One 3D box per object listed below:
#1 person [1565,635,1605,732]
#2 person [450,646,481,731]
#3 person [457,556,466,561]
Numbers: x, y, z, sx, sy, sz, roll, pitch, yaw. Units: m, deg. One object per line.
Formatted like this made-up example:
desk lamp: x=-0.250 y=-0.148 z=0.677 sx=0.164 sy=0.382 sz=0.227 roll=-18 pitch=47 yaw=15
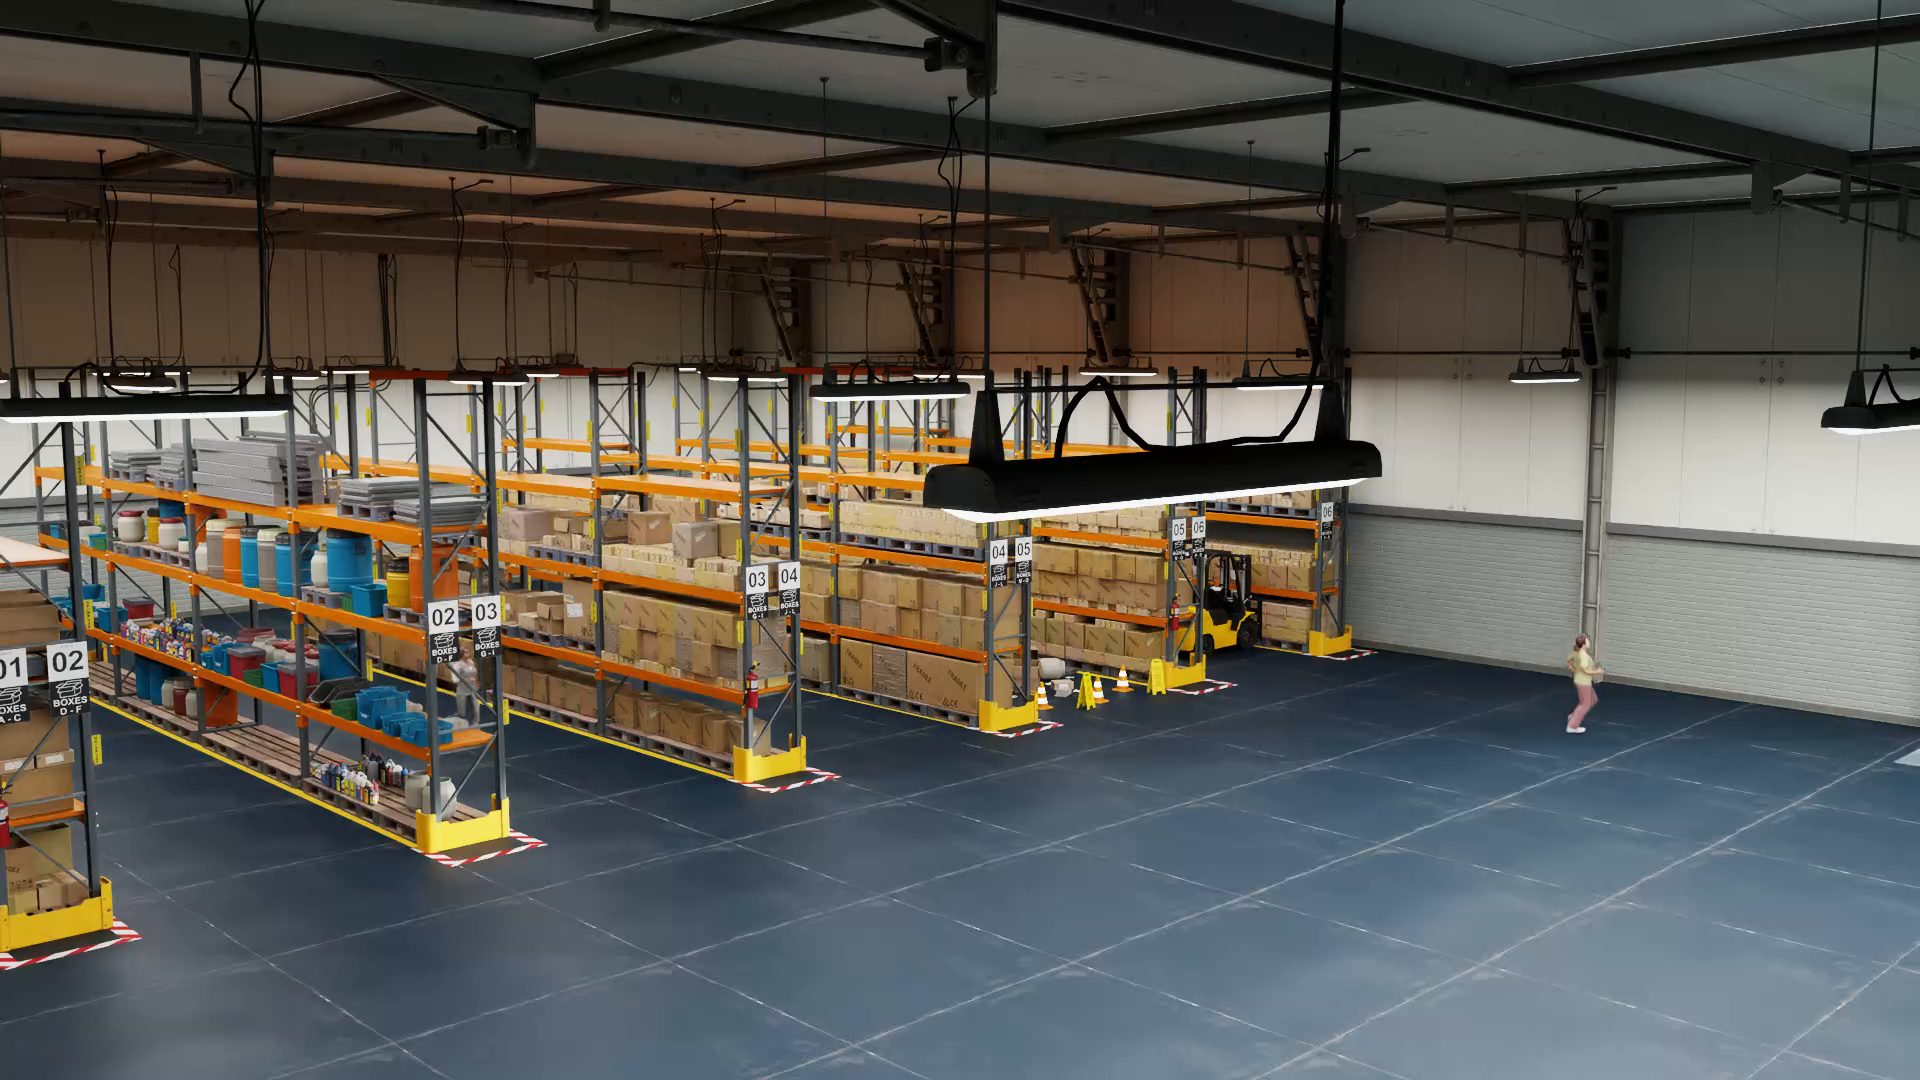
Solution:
person: x=10.397 y=2.388 z=27.654 sx=0.556 sy=1.631 sz=0.567 roll=0 pitch=6 yaw=4
person: x=-8.012 y=2.490 z=26.951 sx=0.882 sy=1.578 sz=0.543 roll=4 pitch=8 yaw=33
person: x=-11.701 y=1.171 z=38.550 sx=0.657 sy=1.628 sz=0.566 roll=-1 pitch=7 yaw=-13
